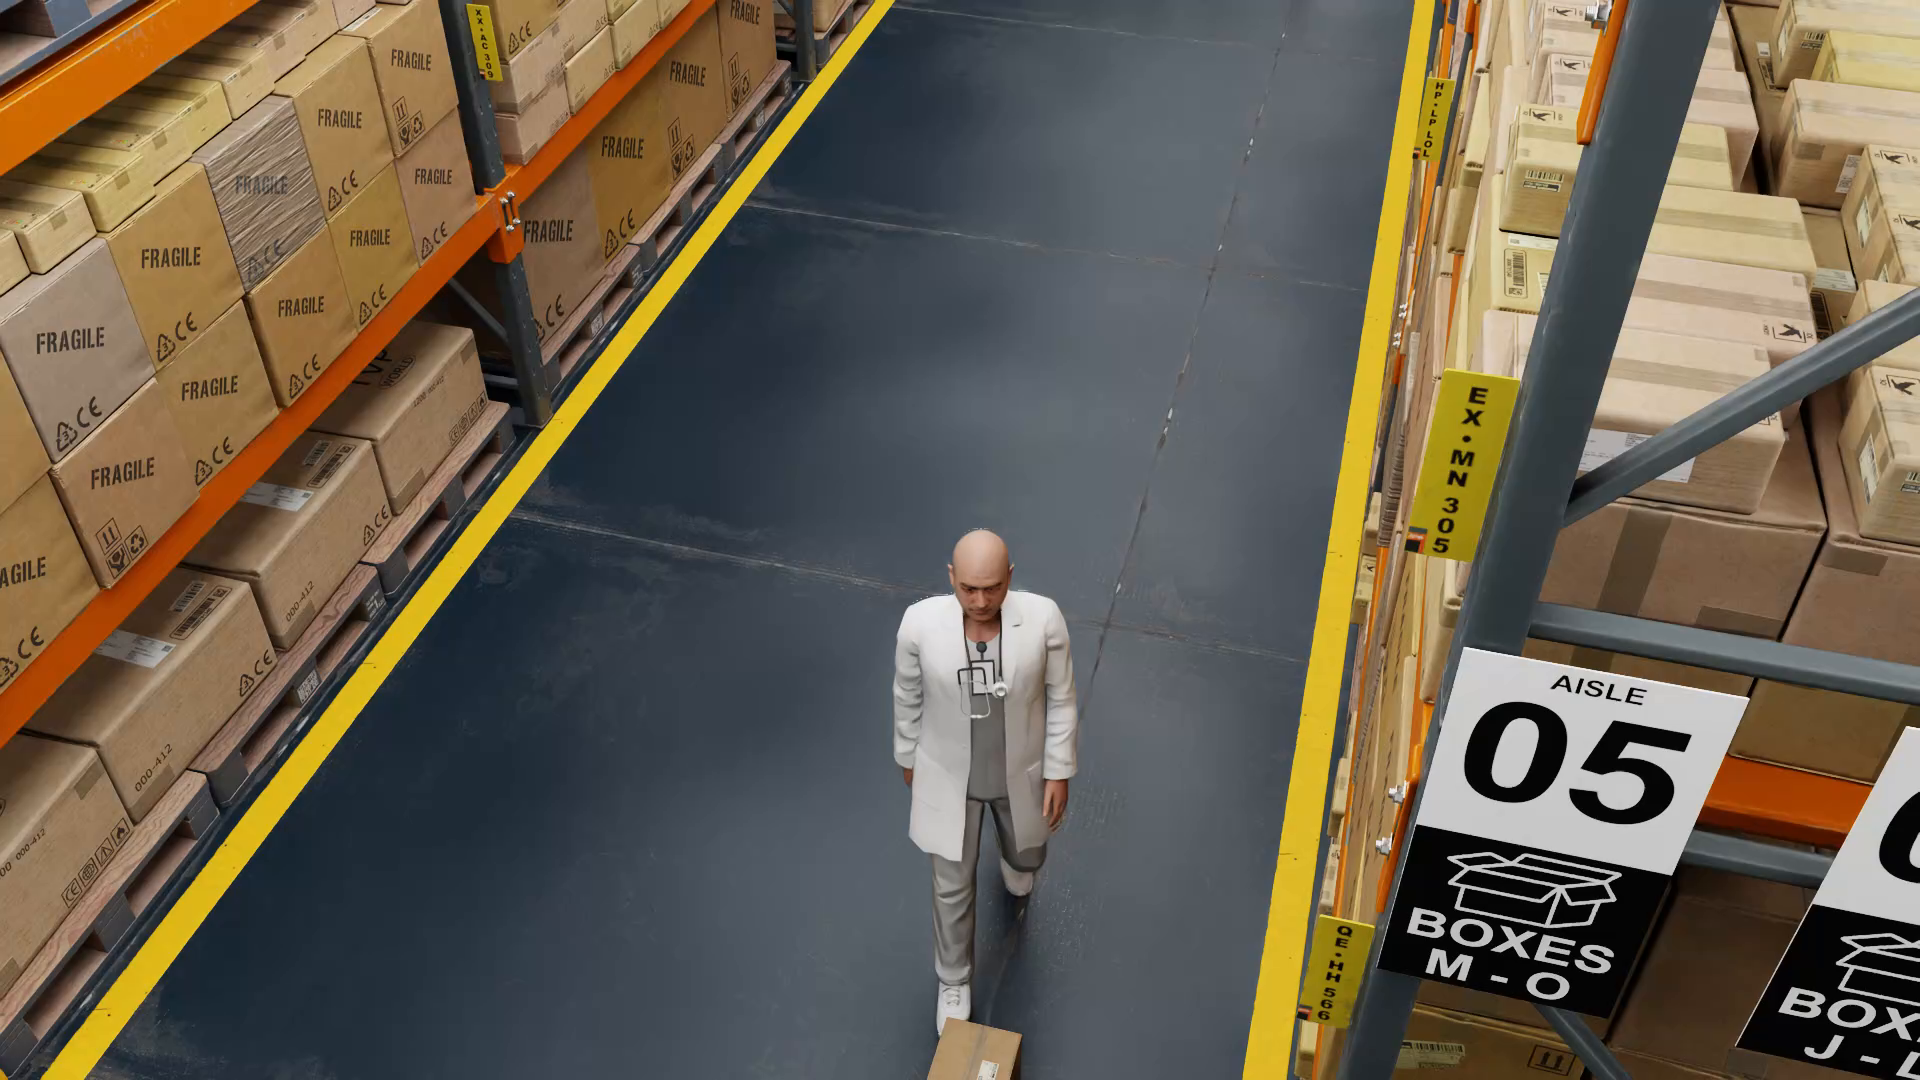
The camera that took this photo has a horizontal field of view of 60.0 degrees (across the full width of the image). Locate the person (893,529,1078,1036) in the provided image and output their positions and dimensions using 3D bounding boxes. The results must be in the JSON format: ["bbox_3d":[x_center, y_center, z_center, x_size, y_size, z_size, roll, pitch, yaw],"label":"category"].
[{"bbox_3d":[0.082,0.733,5.308,0.581,1.748,0.909,-3,41,-3],"label":"person"}]
